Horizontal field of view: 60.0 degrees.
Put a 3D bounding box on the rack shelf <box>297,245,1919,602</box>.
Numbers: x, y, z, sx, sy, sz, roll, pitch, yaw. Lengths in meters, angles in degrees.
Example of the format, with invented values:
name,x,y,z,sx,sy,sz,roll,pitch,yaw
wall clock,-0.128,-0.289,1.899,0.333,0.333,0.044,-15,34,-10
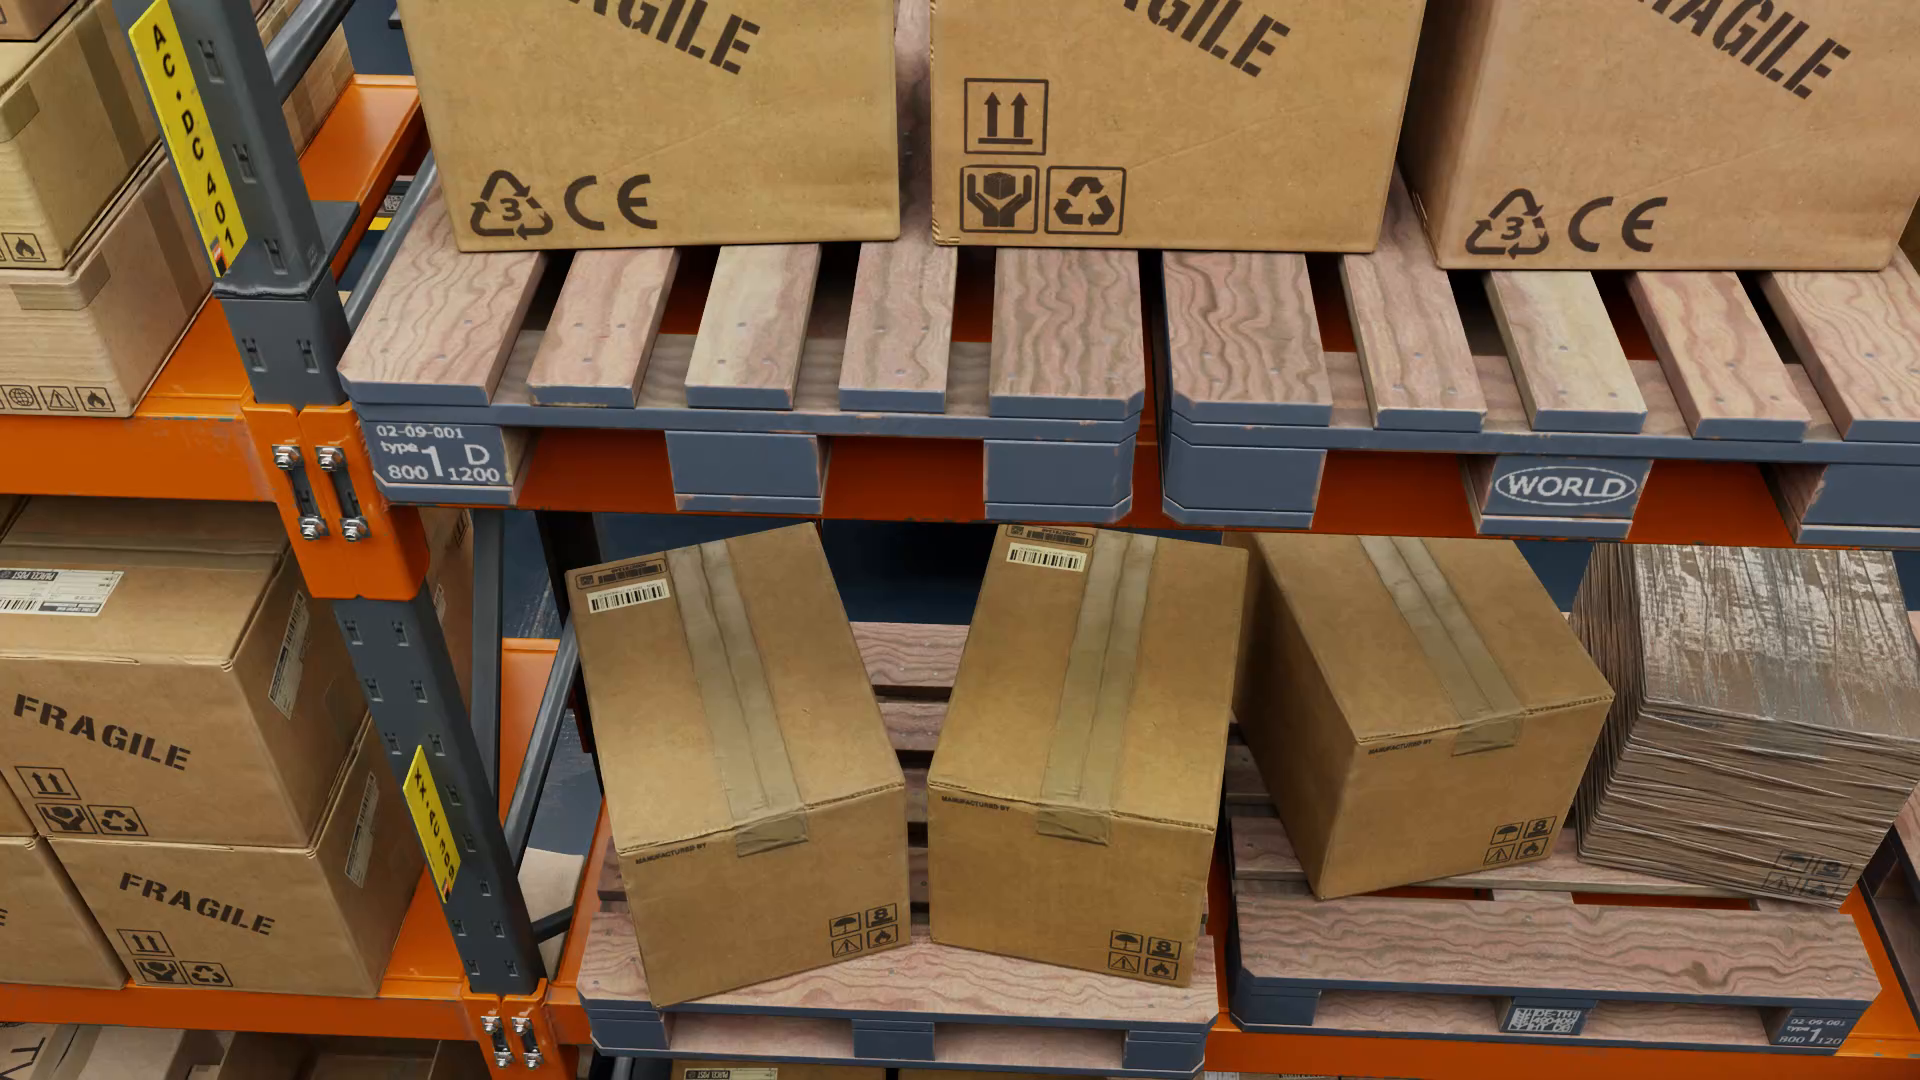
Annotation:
name,x,y,z,sx,sy,sz,roll,pitch,yaw
rack shelf,1.102,-0.331,2.732,4.000,0.370,1.077,2,43,2

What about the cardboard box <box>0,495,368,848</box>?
name,x,y,z,sx,sy,sz,roll,pitch,yaw
cardboard box,-1.413,0.200,3.028,0.500,0.500,0.500,2,43,2

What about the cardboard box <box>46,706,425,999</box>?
name,x,y,z,sx,sy,sz,roll,pitch,yaw
cardboard box,-1.407,0.564,3.370,0.500,0.500,0.500,2,43,3

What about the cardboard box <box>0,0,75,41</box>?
name,x,y,z,sx,sy,sz,roll,pitch,yaw
cardboard box,-1.383,-1.047,2.166,0.500,0.500,0.700,2,43,2

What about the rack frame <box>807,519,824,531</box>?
name,x,y,z,sx,sy,sz,roll,pitch,yaw
rack frame,-0.515,-0.427,5.884,0.032,1.125,0.500,2,43,2

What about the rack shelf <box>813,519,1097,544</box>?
name,x,y,z,sx,sy,sz,roll,pitch,yaw
rack shelf,-0.007,-0.233,6.033,1.000,0.278,0.538,2,43,2

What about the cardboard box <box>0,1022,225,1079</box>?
name,x,y,z,sx,sy,sz,roll,pitch,yaw
cardboard box,-2.227,1.417,4.178,0.500,0.311,0.500,2,43,2

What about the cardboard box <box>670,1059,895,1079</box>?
name,x,y,z,sx,sy,sz,roll,pitch,yaw
cardboard box,-0.424,1.376,4.084,0.500,0.500,0.500,0,43,0

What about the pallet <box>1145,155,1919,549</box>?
name,x,y,z,sx,sy,sz,roll,pitch,yaw
pallet,0.789,-0.490,2.512,1.003,0.211,1.213,2,43,2

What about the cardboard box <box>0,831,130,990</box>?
name,x,y,z,sx,sy,sz,roll,pitch,yaw
cardboard box,-1.922,0.549,3.386,0.500,0.500,0.500,3,43,3

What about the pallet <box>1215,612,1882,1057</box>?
name,x,y,z,sx,sy,sz,roll,pitch,yaw
pallet,1.157,0.578,3.570,1.213,0.211,1.003,2,43,2

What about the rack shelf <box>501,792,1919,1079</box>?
name,x,y,z,sx,sy,sz,roll,pitch,yaw
rack shelf,1.102,0.766,3.755,4.000,0.370,1.077,2,43,2

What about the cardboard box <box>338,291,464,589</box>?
name,x,y,z,sx,sy,sz,roll,pitch,yaw
cardboard box,-1.354,-0.167,3.422,0.500,0.500,0.500,3,43,3

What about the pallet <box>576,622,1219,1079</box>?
name,x,y,z,sx,sy,sz,roll,pitch,yaw
pallet,-0.103,0.611,3.535,1.213,0.211,1.003,2,43,2

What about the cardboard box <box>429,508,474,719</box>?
name,x,y,z,sx,sy,sz,roll,pitch,yaw
cardboard box,-1.393,0.204,3.757,0.500,0.500,0.500,3,43,3

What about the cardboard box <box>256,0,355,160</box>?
name,x,y,z,sx,sy,sz,roll,pitch,yaw
cardboard box,-1.371,-0.785,2.801,0.500,0.250,0.500,2,43,2

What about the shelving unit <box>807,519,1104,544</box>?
name,x,y,z,sx,sy,sz,roll,pitch,yaw
shelving unit,-0.007,-0.412,5.867,1.048,1.125,0.538,2,43,2

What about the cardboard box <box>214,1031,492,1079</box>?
name,x,y,z,sx,sy,sz,roll,pitch,yaw
cardboard box,-1.478,1.371,4.089,0.500,0.500,0.500,2,43,2

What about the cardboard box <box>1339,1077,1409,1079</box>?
name,x,y,z,sx,sy,sz,roll,pitch,yaw
cardboard box,1.076,1.147,3.779,0.500,0.250,0.500,1,43,1

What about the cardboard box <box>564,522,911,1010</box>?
name,x,y,z,sx,sy,sz,roll,pitch,yaw
cardboard box,-0.433,0.418,3.219,0.500,0.500,0.700,-12,44,-12

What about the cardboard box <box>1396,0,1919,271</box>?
name,x,y,z,sx,sy,sz,roll,pitch,yaw
cardboard box,0.937,-0.778,2.229,0.600,0.600,0.600,0,43,0

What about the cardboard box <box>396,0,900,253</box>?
name,x,y,z,sx,sy,sz,roll,pitch,yaw
cardboard box,-0.396,-0.817,2.271,0.600,0.600,0.600,-2,43,-2

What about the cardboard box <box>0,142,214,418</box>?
name,x,y,z,sx,sy,sz,roll,pitch,yaw
cardboard box,-1.394,-0.435,2.426,0.500,0.250,0.500,2,43,2

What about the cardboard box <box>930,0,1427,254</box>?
name,x,y,z,sx,sy,sz,roll,pitch,yaw
cardboard box,0.273,-0.812,2.266,0.600,0.600,0.600,1,43,1

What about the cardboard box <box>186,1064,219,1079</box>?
name,x,y,z,sx,sy,sz,roll,pitch,yaw
cardboard box,-1.855,1.529,4.177,0.250,0.149,0.380,2,43,2

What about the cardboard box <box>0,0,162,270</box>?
name,x,y,z,sx,sy,sz,roll,pitch,yaw
cardboard box,-1.394,-0.614,2.251,0.500,0.250,0.500,2,43,2

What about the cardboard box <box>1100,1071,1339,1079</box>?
name,x,y,z,sx,sy,sz,roll,pitch,yaw
cardboard box,0.575,1.132,3.795,0.500,0.250,0.500,2,43,2

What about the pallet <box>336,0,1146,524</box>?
name,x,y,z,sx,sy,sz,roll,pitch,yaw
pallet,-0.248,-0.519,2.544,1.003,0.211,1.213,2,43,2

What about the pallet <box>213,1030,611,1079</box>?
name,x,y,z,sx,sy,sz,roll,pitch,yaw
pallet,-1.582,1.440,4.549,1.213,0.211,1.003,2,43,2

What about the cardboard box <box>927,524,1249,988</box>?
name,x,y,z,sx,sy,sz,roll,pitch,yaw
cardboard box,0.257,0.396,3.243,0.500,0.500,0.700,8,44,9

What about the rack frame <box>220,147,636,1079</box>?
name,x,y,z,sx,sy,sz,roll,pitch,yaw
rack frame,-0.896,0.441,3.575,0.127,3.000,1.000,2,43,2

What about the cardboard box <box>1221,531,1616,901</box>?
name,x,y,z,sx,sy,sz,roll,pitch,yaw
cardboard box,0.872,0.263,3.385,0.500,0.500,0.700,-8,44,-9

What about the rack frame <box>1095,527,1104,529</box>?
name,x,y,z,sx,sy,sz,roll,pitch,yaw
rack frame,0.501,-0.396,5.850,0.032,1.125,0.500,2,43,2

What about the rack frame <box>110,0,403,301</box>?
name,x,y,z,sx,sy,sz,roll,pitch,yaw
rack frame,-0.896,-1.754,1.531,0.127,3.000,1.000,2,43,2

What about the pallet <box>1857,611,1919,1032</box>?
name,x,y,z,sx,sy,sz,roll,pitch,yaw
pallet,2.420,0.661,3.480,1.003,0.211,1.213,2,43,2

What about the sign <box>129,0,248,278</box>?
name,x,y,z,sx,sy,sz,roll,pitch,yaw
sign,-0.913,-0.476,1.980,0.005,0.325,0.100,2,43,2

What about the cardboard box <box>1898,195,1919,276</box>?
name,x,y,z,sx,sy,sz,roll,pitch,yaw
cardboard box,1.634,-0.592,2.411,0.500,0.500,0.910,2,43,2

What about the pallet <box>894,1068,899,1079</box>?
name,x,y,z,sx,sy,sz,roll,pitch,yaw
pallet,-0.082,1.461,4.527,1.213,0.211,1.003,2,43,2

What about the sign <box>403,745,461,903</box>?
name,x,y,z,sx,sy,sz,roll,pitch,yaw
sign,-0.913,0.494,2.884,0.005,0.325,0.100,2,43,2

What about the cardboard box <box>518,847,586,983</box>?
name,x,y,z,sx,sy,sz,roll,pitch,yaw
cardboard box,-1.305,1.104,4.514,0.500,0.311,0.500,2,43,2

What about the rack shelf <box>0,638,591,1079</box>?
name,x,y,z,sx,sy,sz,roll,pitch,yaw
rack shelf,-2.894,0.643,3.887,4.000,0.370,1.077,2,43,2

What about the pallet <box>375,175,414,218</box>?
name,x,y,z,sx,sy,sz,roll,pitch,yaw
pallet,-2.627,-1.943,8.181,1.213,0.211,1.003,2,43,2

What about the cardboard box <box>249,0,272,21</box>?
name,x,y,z,sx,sy,sz,roll,pitch,yaw
cardboard box,-1.370,-0.968,2.631,0.500,0.250,0.500,2,43,2

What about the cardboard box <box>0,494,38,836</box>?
name,x,y,z,sx,sy,sz,roll,pitch,yaw
cardboard box,-1.925,0.186,3.043,0.500,0.500,0.500,1,43,1

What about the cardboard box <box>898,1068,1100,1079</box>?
name,x,y,z,sx,sy,sz,roll,pitch,yaw
cardboard box,0.110,1.385,4.074,0.500,0.500,0.500,2,43,2

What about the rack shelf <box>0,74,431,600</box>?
name,x,y,z,sx,sy,sz,roll,pitch,yaw
rack shelf,-2.894,-0.454,2.864,4.000,0.370,1.077,2,43,2

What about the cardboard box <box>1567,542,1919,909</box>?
name,x,y,z,sx,sy,sz,roll,pitch,yaw
cardboard box,1.561,0.273,3.375,0.500,0.500,0.700,9,44,10
